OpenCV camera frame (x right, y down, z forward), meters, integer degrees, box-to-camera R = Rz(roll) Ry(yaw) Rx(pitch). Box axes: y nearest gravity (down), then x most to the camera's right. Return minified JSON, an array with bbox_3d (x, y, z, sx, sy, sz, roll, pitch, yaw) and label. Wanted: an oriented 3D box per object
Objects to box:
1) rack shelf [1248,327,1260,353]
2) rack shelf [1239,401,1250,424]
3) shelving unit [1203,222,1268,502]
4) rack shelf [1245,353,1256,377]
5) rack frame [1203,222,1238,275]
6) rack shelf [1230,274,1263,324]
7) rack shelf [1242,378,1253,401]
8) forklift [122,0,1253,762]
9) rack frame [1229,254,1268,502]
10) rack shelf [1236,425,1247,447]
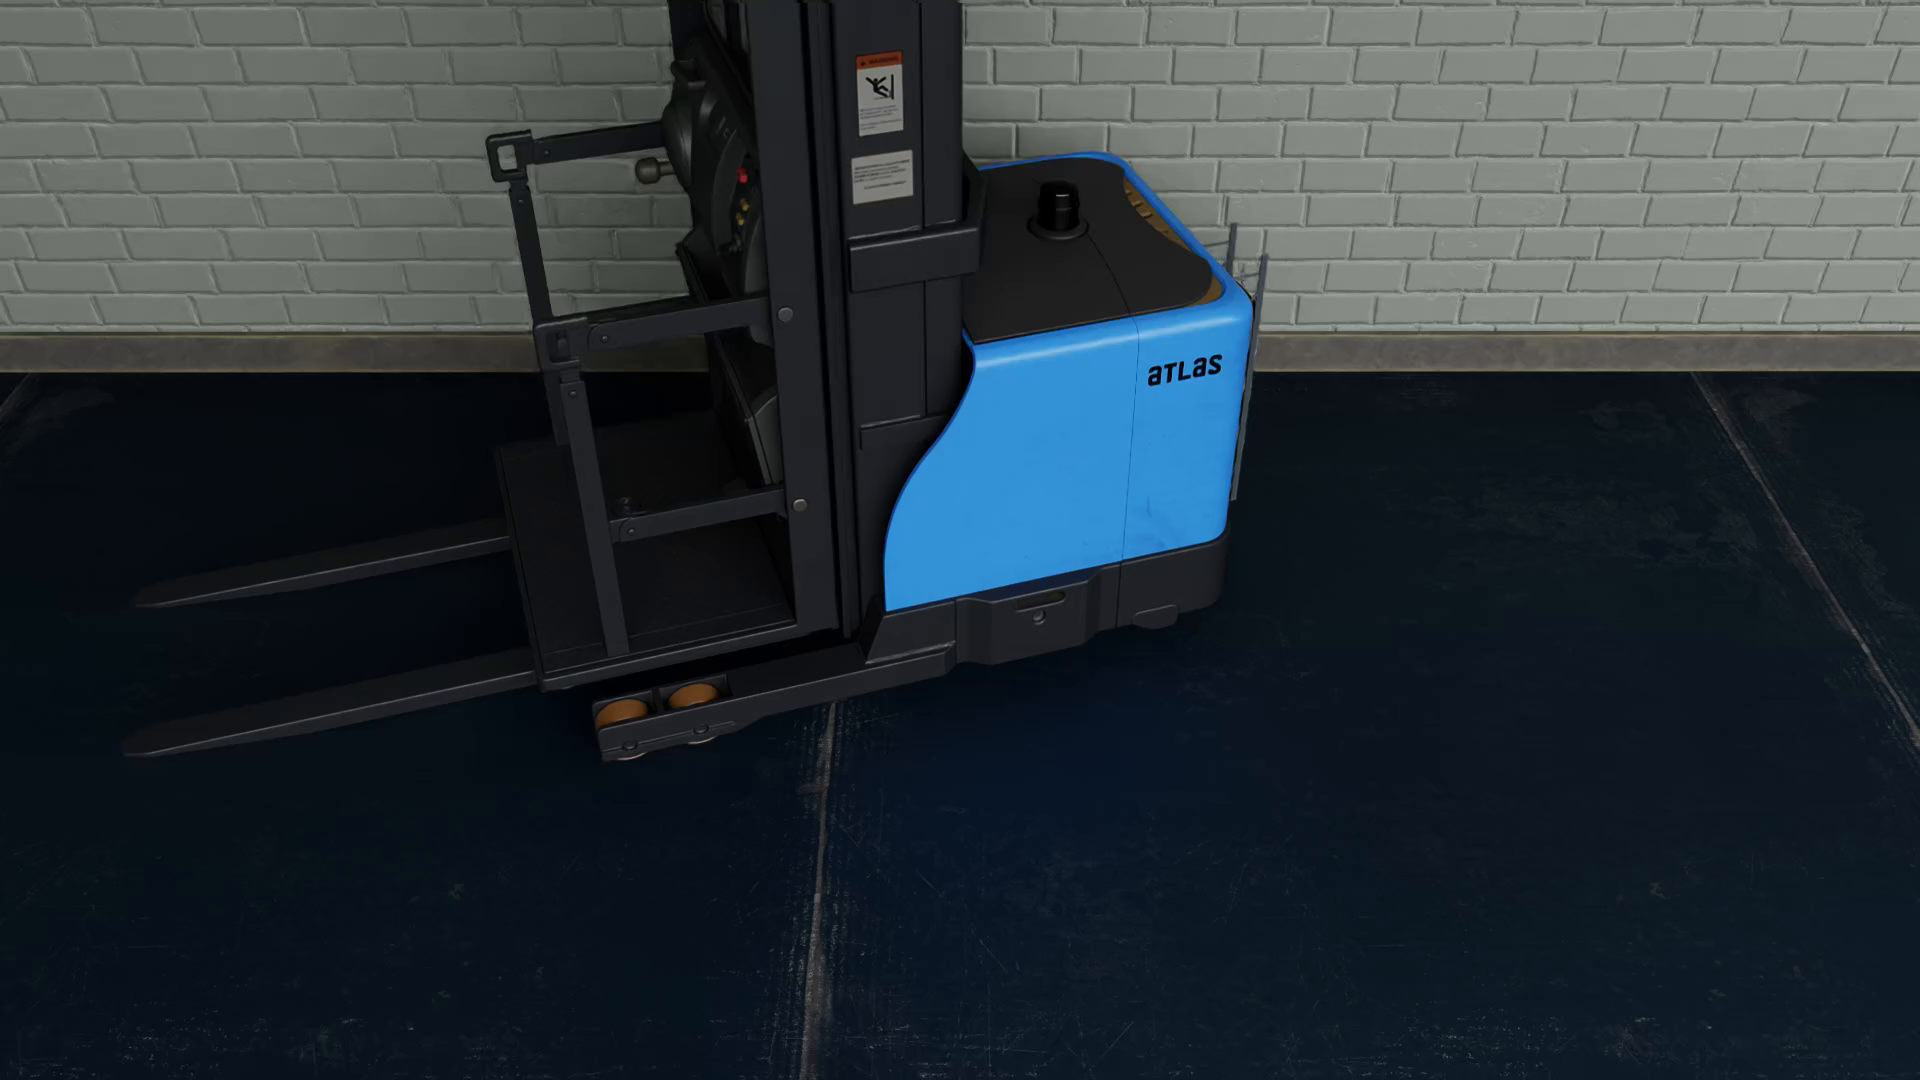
[{"bbox_3d":[0.753,-0.634,5.087,0.258,0.077,0.200,-12,40,-14],"label":"rack shelf"},{"bbox_3d":[0.752,-0.423,5.255,0.258,0.077,0.200,-12,40,-14],"label":"rack shelf"},{"bbox_3d":[0.752,-0.519,5.178,0.258,0.900,0.210,-12,40,-14],"label":"shelving unit"},{"bbox_3d":[0.752,-0.564,5.143,0.258,0.077,0.200,-12,40,-14],"label":"rack shelf"},{"bbox_3d":[0.720,-0.580,5.253,0.240,0.900,0.006,-12,40,-14],"label":"rack frame"},{"bbox_3d":[0.753,-0.704,5.030,0.258,0.077,0.200,-12,40,-14],"label":"rack shelf"},{"bbox_3d":[0.752,-0.493,5.199,0.258,0.077,0.200,-12,40,-14],"label":"rack shelf"},{"bbox_3d":[-0.792,-0.920,4.054,3.031,2.935,1.130,-12,40,-14],"label":"forklift"},{"bbox_3d":[0.785,-0.459,5.103,0.240,0.900,0.006,-12,40,-14],"label":"rack frame"},{"bbox_3d":[0.752,-0.353,5.312,0.258,0.077,0.200,-12,40,-14],"label":"rack shelf"}]
